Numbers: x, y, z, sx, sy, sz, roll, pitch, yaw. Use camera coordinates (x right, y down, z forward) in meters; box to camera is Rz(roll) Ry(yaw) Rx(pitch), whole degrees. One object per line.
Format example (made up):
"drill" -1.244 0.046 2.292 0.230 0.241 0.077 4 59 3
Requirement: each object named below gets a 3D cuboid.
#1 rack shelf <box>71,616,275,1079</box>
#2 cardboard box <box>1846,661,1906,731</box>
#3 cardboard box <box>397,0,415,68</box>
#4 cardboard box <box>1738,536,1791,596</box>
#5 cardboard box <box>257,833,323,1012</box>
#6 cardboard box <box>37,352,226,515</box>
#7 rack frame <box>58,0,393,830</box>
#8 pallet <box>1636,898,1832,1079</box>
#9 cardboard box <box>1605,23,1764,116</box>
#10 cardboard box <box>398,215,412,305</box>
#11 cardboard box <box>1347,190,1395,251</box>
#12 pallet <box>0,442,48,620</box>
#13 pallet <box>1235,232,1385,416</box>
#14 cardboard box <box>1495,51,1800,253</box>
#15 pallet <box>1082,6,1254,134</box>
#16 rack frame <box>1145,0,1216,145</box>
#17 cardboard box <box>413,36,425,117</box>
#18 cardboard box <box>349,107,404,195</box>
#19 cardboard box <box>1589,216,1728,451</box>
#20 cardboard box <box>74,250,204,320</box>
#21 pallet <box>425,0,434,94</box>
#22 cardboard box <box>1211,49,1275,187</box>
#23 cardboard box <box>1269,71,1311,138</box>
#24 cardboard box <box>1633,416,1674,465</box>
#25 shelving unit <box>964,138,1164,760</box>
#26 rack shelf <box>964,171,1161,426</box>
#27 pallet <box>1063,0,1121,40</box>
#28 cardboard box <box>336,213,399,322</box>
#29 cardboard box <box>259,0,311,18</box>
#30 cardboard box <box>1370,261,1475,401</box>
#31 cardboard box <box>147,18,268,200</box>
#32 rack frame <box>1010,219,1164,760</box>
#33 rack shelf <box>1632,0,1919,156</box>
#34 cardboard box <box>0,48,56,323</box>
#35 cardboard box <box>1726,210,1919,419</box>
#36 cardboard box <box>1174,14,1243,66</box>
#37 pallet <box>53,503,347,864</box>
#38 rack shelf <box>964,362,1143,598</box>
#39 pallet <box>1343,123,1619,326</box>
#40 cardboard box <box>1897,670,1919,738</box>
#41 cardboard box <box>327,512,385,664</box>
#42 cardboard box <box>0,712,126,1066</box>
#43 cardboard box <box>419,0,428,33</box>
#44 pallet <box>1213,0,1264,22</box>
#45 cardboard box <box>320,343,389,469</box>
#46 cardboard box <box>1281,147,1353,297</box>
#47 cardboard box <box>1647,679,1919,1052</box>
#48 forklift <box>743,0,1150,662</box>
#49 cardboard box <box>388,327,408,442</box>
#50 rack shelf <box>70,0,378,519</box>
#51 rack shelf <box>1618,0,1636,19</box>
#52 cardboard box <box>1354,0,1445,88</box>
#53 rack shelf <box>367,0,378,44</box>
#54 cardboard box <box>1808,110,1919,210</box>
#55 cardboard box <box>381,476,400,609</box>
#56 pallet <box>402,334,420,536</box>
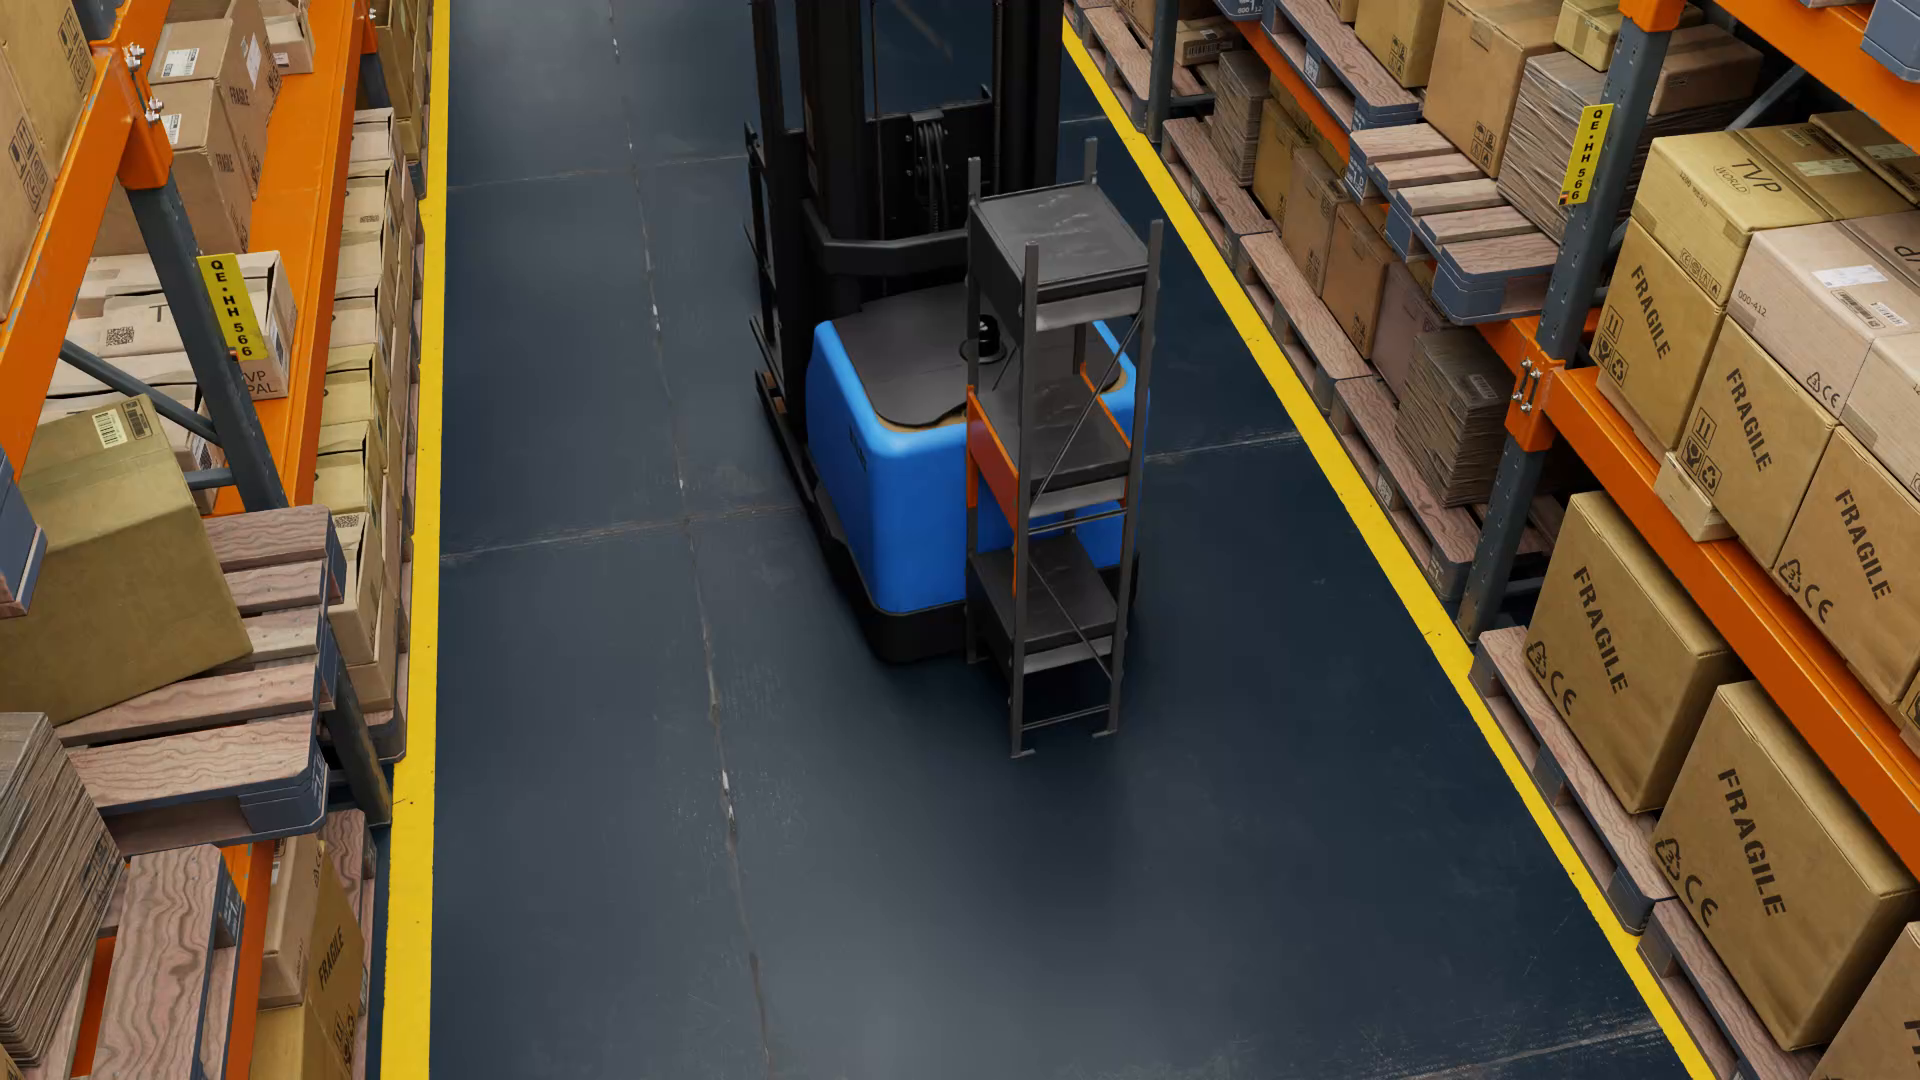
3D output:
"rack shelf" -2.004 1.447 3.402 1.077 0.370 4.000 -8 42 -9
"cardboard box" 2.551 0.332 4.290 0.380 0.149 0.250 -8 42 -9
"cardboard box" -3.209 -2.789 8.822 0.500 0.500 0.500 -8 42 -9
"cardboard box" 2.441 -0.003 4.668 0.380 0.149 0.250 -9 42 -10
"cardboard box" -1.988 0.980 4.373 0.500 0.250 0.500 -7 42 -8
"cardboard box" -2.471 -0.327 4.926 0.500 0.311 0.500 -6 42 -7
"rack frame" -2.435 -0.118 4.624 1.000 3.000 0.127 -8 42 -9
"pallet" 2.757 1.523 4.875 1.003 0.211 1.213 -8 42 -9
"cardboard box" 2.297 -1.494 5.279 0.380 0.149 0.250 -14 43 -15
"cardboard box" -2.819 -1.285 7.692 0.500 0.250 0.500 -9 42 -10
"cardboard box" 2.017 -1.511 7.180 0.500 0.250 0.500 -9 42 -9
"pallet" -1.871 0.318 2.014 1.213 0.211 1.003 -8 42 -9
"pallet" 1.974 -1.084 7.812 1.003 0.211 1.213 -8 42 -9
"cardboard box" 2.290 -1.336 5.589 0.700 0.500 0.500 -13 43 -14
"pallet" 1.358 -2.811 9.758 1.003 0.211 1.213 -8 42 -9
"rack frame" 1.538 -3.423 8.347 1.000 3.000 0.127 -8 42 -9
"cardboard box" -3.206 -2.509 9.072 0.500 0.250 0.500 -8 42 -9
"cardboard box" -2.931 -1.828 7.883 0.500 0.311 0.500 -8 42 -9
"cardboard box" 2.256 -0.635 4.892 0.500 0.500 0.500 -7 42 -8
"cardboard box" -2.765 -0.843 5.629 0.380 0.149 0.250 -5 42 -6
"pallet" -3.696 -2.982 9.951 1.003 0.211 1.213 -8 42 -9
"cardboard box" 1.713 -2.178 8.496 0.700 0.500 0.500 -7 42 -8
"cardboard box" 1.811 -2.174 7.926 0.500 0.250 0.500 -9 42 -10
"cardboard box" 2.292 -0.333 5.040 0.380 0.149 0.250 -8 42 -9
"shelving unit" 0.292 -0.208 5.403 0.431 2.100 0.503 -12 43 -14
"rack shelf" 0.292 -0.722 4.947 0.431 0.518 0.480 -12 43 -14
"pallet" 1.091 -3.603 10.650 1.003 0.211 1.213 -8 42 -9
"cardboard box" -2.707 -1.168 7.139 0.500 0.311 0.500 -8 42 -9
"cardboard box" -3.150 -2.342 7.242 0.500 0.250 0.500 -6 42 -7
"cardboard box" 2.197 -0.870 7.022 0.700 0.500 0.500 -8 42 -9
"cardboard box" -2.927 -1.582 6.198 0.500 0.500 0.500 -8 42 -9
"rack frame" 0.369 -0.055 5.230 0.400 2.100 0.015 -12 43 -14
"rack shelf" 2.833 -0.387 3.209 1.077 0.370 4.000 -8 42 -9
"cardboard box" -2.198 -0.669 2.909 0.910 0.500 0.500 -8 42 -9
"cardboard box" 2.364 -0.588 4.273 0.500 0.250 0.500 -9 42 -10
"cardboard box" 1.393 -2.871 9.527 0.380 0.166 0.250 -14 43 -15
"pallet" -2.220 0.383 4.204 1.213 0.211 1.003 -8 42 -9
"rack shelf" 0.292 -0.198 5.412 0.431 0.518 0.480 -12 43 -14
"pallet" 2.143 -1.206 5.993 1.213 0.211 1.003 -8 42 -9
"cardboard box" 2.586 0.364 3.766 0.500 0.500 0.500 -7 42 -8
"cardboard box" -2.261 0.162 5.641 0.500 0.311 0.500 -7 42 -8
"cardboard box" -2.178 0.699 3.311 0.700 0.500 0.500 -1 42 -1
"cardboard box" -3.422 -3.157 9.802 0.500 0.250 0.500 -8 42 -9
"pallet" 1.560 -2.835 7.829 1.003 0.211 1.213 -8 42 -9
"cardboard box" -2.491 -0.509 6.396 0.500 0.311 0.500 -9 42 -10
"cardboard box" 1.944 -1.514 7.748 0.700 0.500 0.500 -8 42 -9
"cardboard box" 2.614 0.880 4.802 0.750 0.750 0.750 -9 42 -9
"forklift" -0.269 -1.636 6.386 1.130 2.935 3.031 -12 43 -14
"cardboard box" -2.599 -0.623 6.947 0.500 0.250 0.500 -8 42 -8
"rack shelf" -2.867 -1.146 6.323 1.077 0.370 4.000 -8 42 -9
"rack shelf" 1.969 -2.980 6.130 1.077 0.370 4.000 -8 42 -9
"cardboard box" 1.999 -2.140 6.495 0.700 0.500 0.500 -8 42 -9
"rack shelf" -3.730 -3.739 9.244 1.077 0.370 4.000 -8 42 -9
"cardboard box" 2.752 -1.010 4.749 0.500 0.250 0.500 -7 42 -8
"cardboard box" -2.371 0.046 6.194 0.500 0.250 0.500 -9 42 -10
"pallet" -2.835 -0.404 7.046 1.003 0.211 1.213 -8 42 -9
